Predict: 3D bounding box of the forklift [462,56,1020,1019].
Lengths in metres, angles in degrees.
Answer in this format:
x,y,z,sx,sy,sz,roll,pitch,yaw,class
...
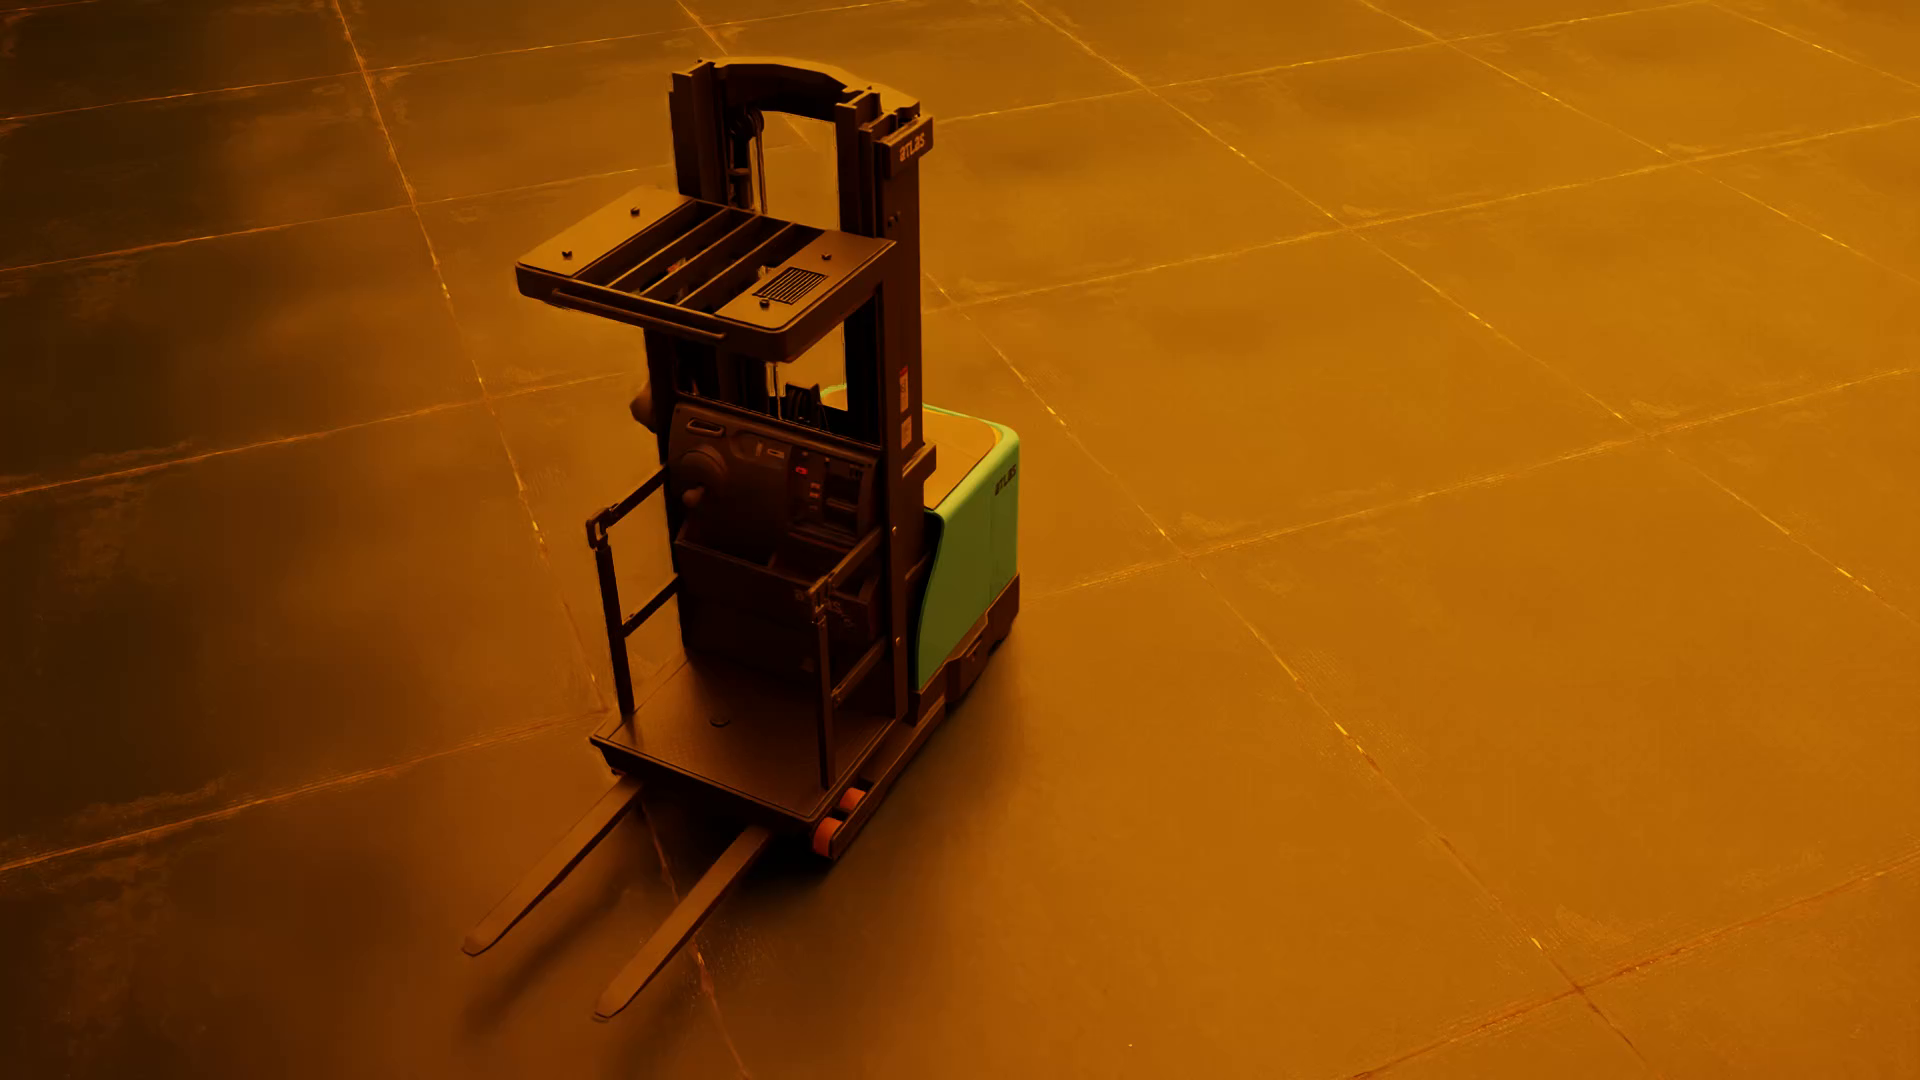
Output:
x,y,z,sx,sy,sz,roll,pitch,yaw,class
-0.841,-0.192,6.368,1.130,2.935,3.031,17,39,22,forklift

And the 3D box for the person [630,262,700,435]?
x,y,z,sx,sy,sz,roll,pitch,yaw,class
-1.432,-0.871,8.645,0.941,1.567,0.517,29,45,35,person
